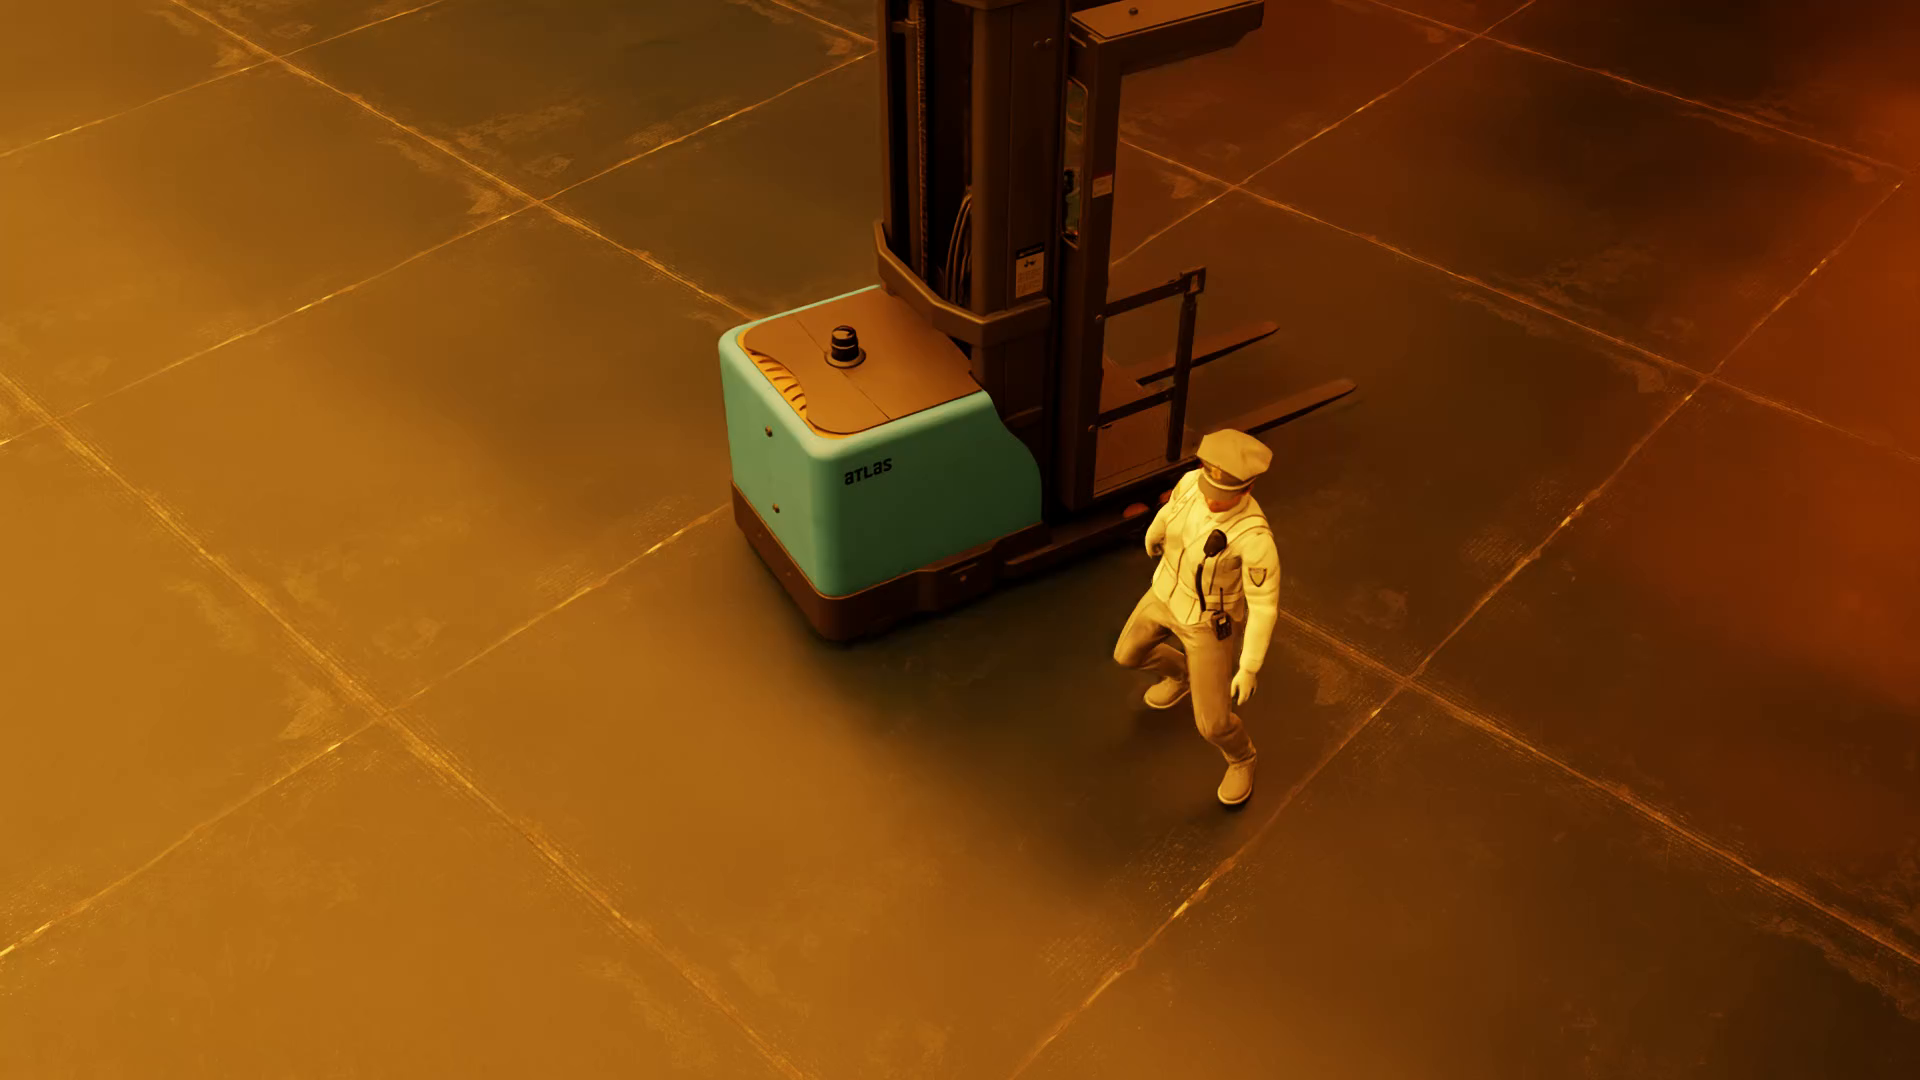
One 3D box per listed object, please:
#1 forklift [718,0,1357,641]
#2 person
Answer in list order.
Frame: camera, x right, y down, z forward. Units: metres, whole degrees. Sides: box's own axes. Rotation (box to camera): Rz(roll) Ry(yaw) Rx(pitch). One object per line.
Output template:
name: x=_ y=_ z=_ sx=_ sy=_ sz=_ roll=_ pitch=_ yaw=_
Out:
forklift: x=0.489 y=-1.396 z=7.055 sx=3.031 sy=2.935 sz=1.130 roll=-21 pitch=45 yaw=-23
person: x=0.878 y=0.222 z=6.166 sx=0.423 sy=1.570 sz=0.817 roll=-20 pitch=44 yaw=-21
